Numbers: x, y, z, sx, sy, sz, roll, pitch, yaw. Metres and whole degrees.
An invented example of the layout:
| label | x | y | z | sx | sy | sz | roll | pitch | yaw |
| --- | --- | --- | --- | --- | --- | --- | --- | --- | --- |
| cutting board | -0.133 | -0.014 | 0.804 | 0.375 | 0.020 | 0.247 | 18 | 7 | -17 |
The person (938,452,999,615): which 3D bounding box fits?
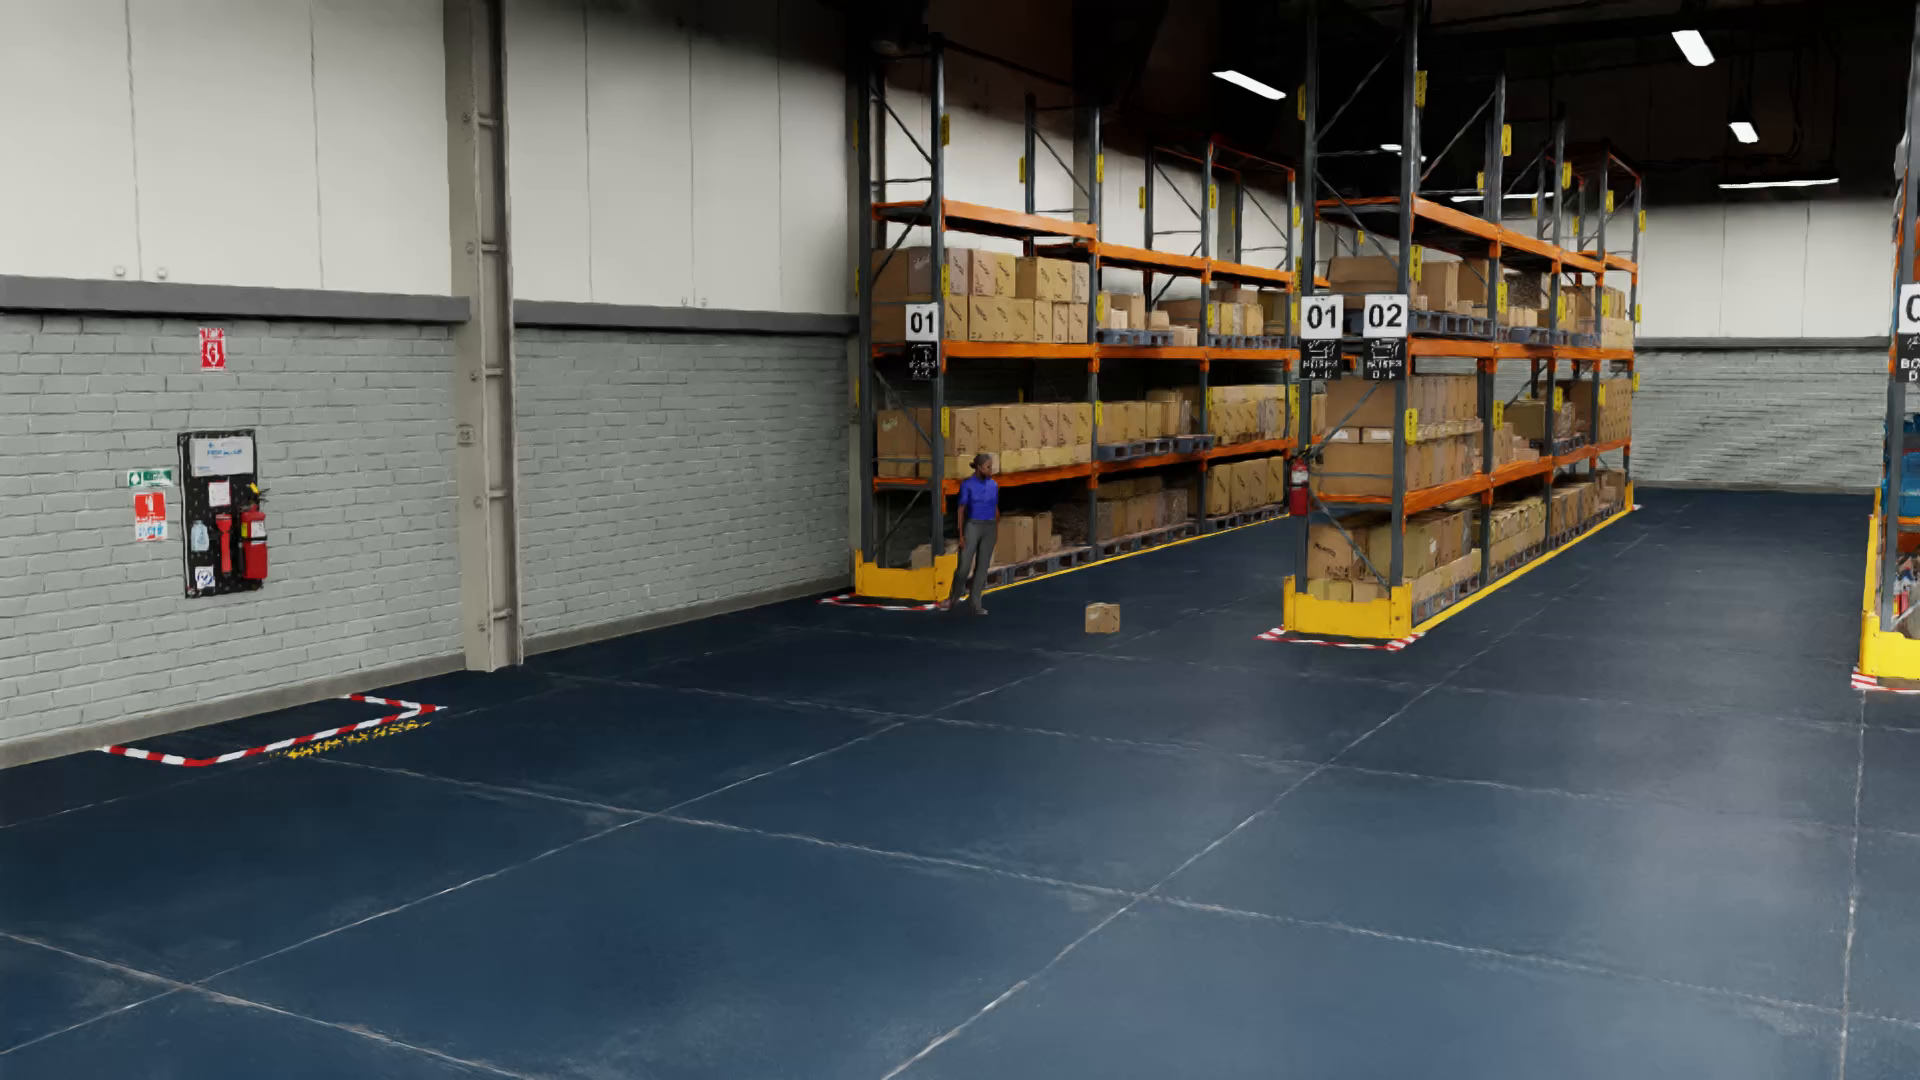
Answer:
| label | x | y | z | sx | sy | sz | roll | pitch | yaw |
| --- | --- | --- | --- | --- | --- | --- | --- | --- | --- |
| person | 0.104 | -0.066 | 16.853 | 0.637 | 1.651 | 0.433 | -3 | 7 | -25 |
